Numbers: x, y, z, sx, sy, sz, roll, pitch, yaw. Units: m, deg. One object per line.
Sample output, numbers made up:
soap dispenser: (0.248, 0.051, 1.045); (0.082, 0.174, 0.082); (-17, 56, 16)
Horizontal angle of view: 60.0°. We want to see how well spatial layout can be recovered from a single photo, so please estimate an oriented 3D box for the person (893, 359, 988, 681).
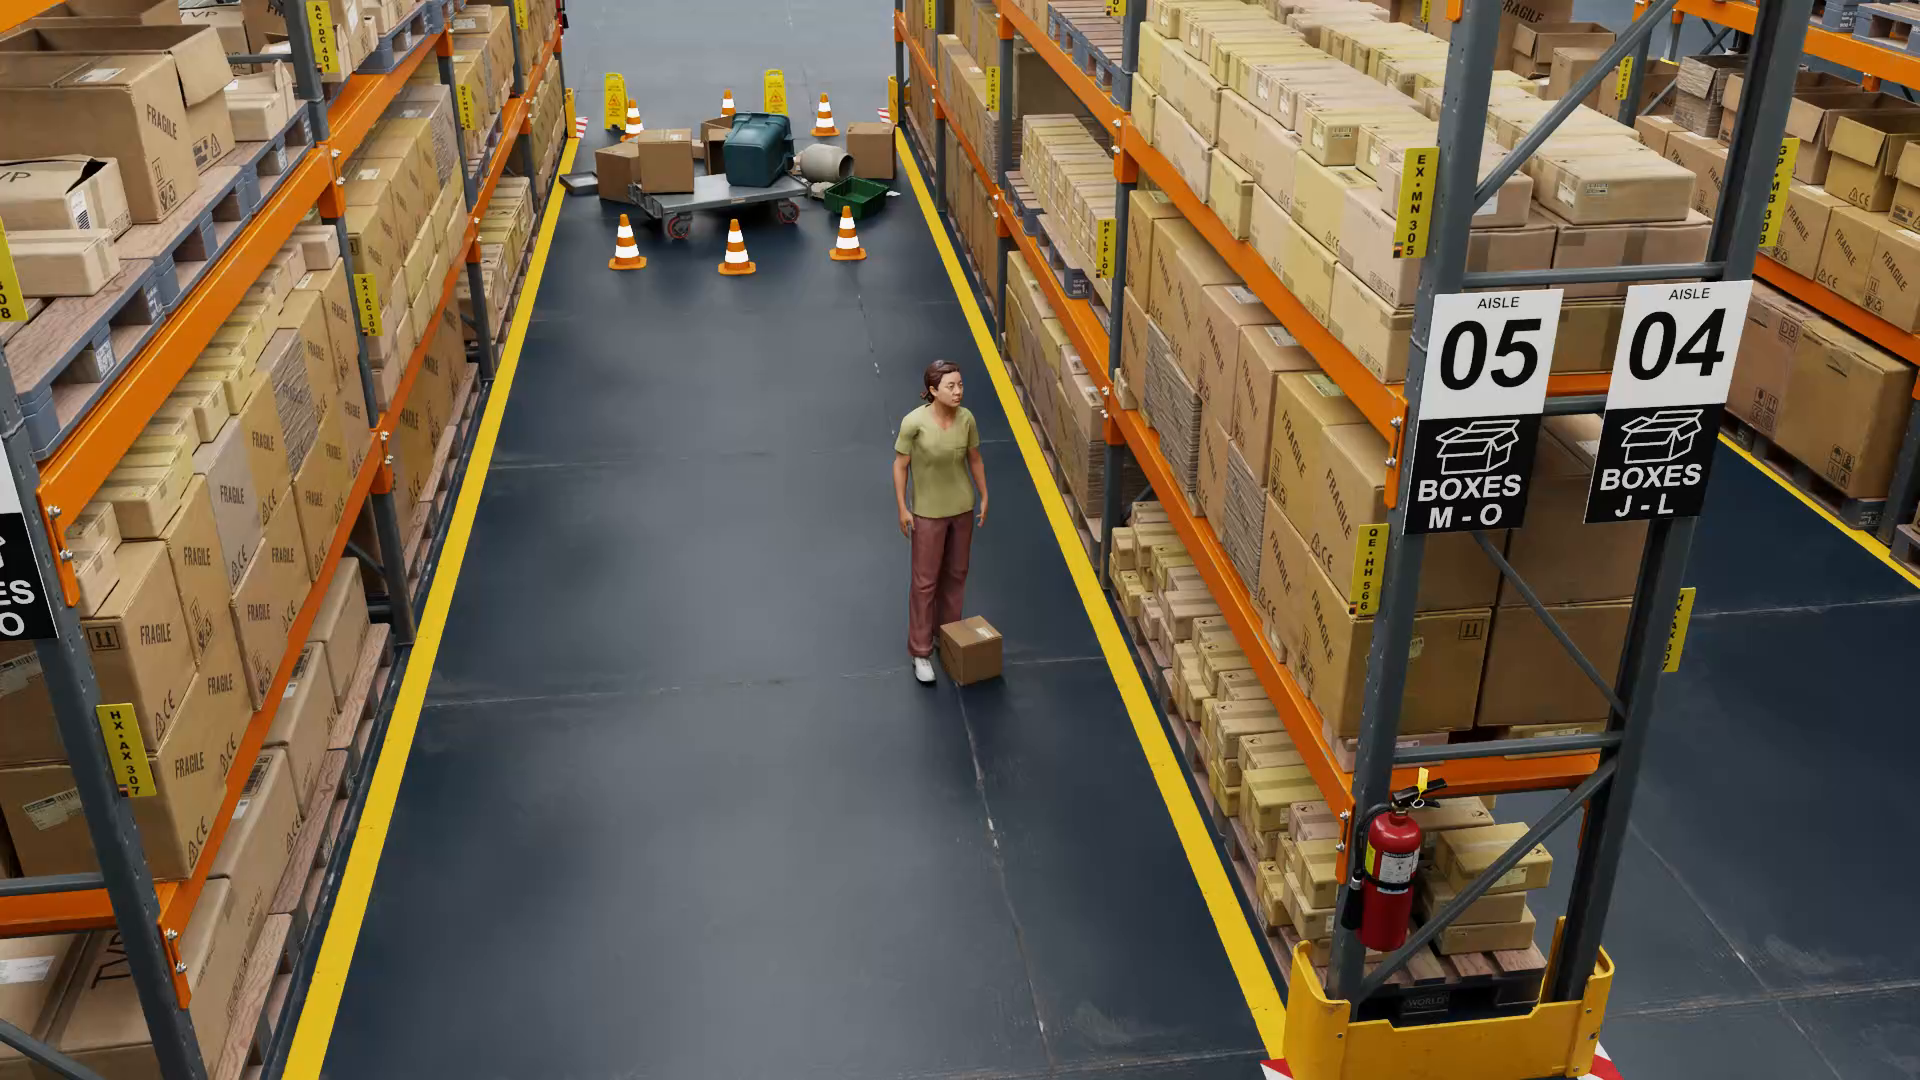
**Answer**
person: (-0.067, -0.124, 8.840); (0.553, 1.673, 0.548); (-13, 30, -24)
